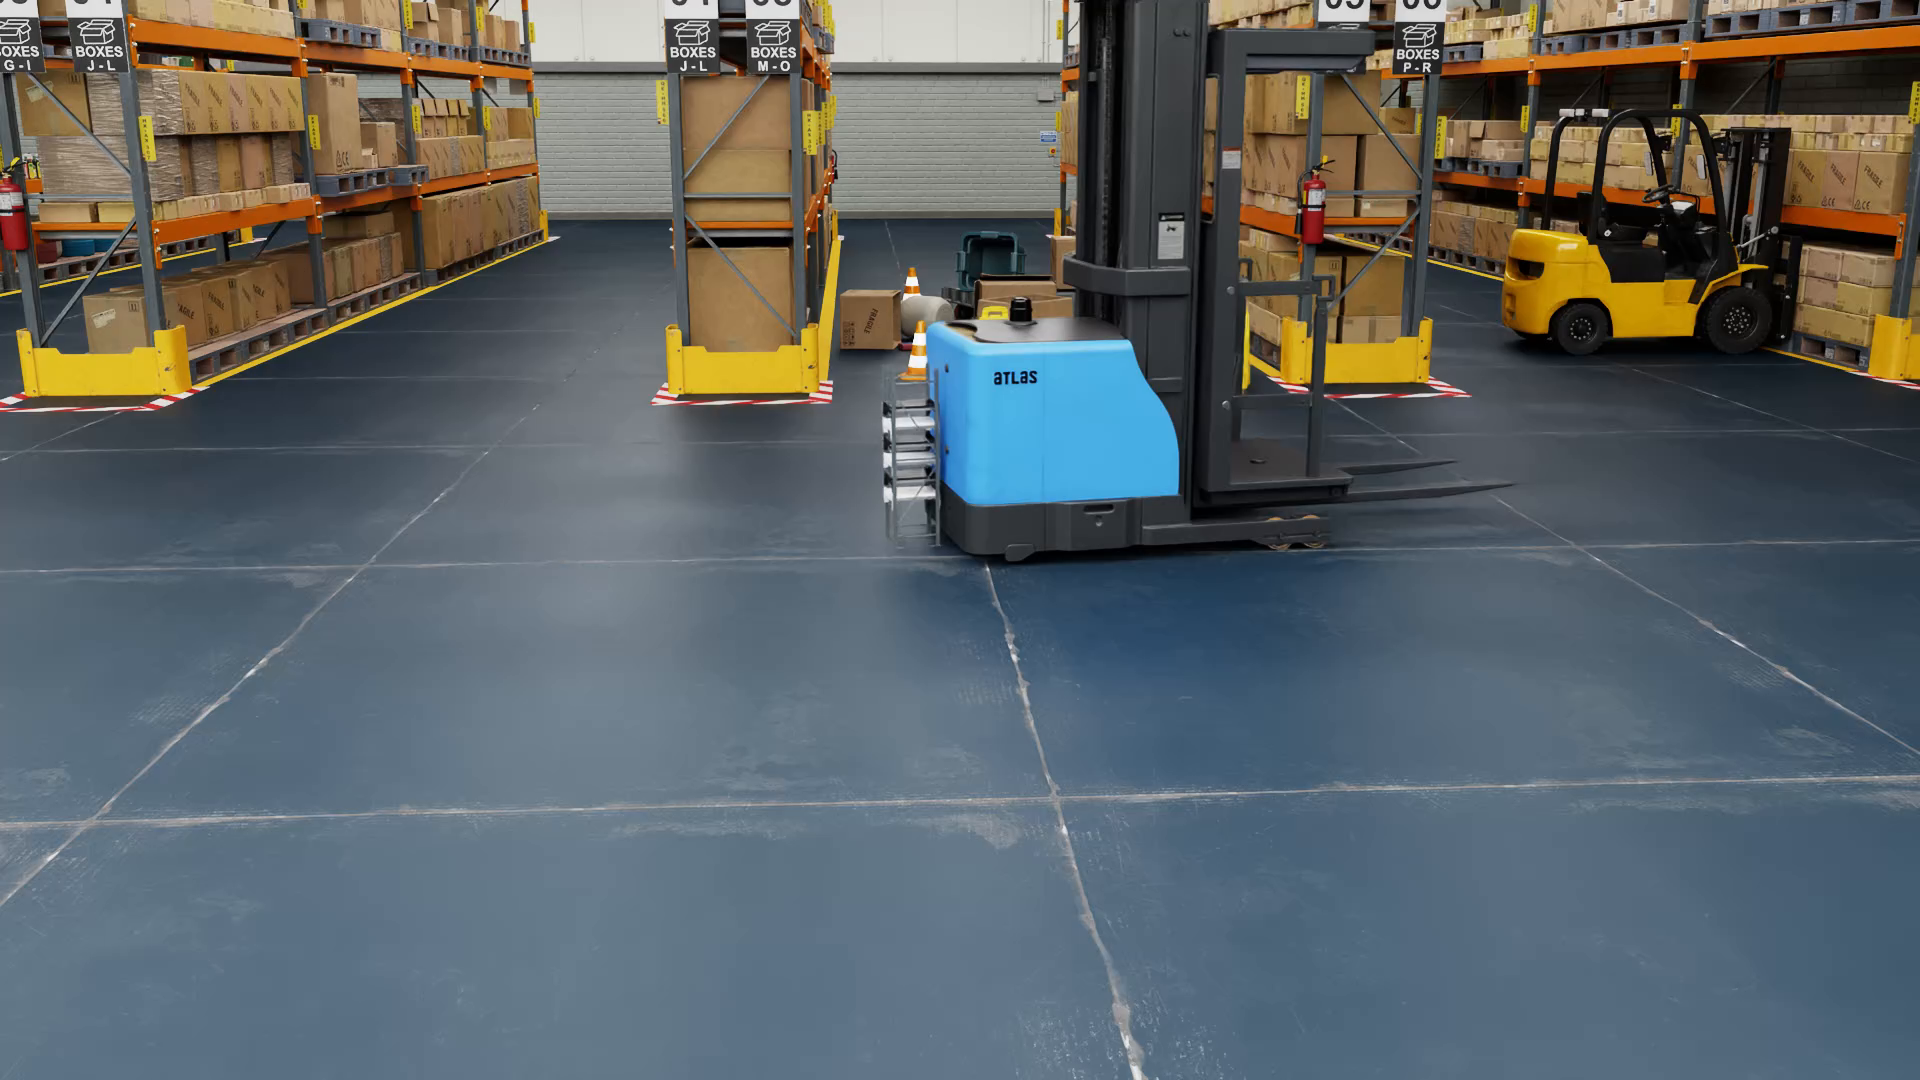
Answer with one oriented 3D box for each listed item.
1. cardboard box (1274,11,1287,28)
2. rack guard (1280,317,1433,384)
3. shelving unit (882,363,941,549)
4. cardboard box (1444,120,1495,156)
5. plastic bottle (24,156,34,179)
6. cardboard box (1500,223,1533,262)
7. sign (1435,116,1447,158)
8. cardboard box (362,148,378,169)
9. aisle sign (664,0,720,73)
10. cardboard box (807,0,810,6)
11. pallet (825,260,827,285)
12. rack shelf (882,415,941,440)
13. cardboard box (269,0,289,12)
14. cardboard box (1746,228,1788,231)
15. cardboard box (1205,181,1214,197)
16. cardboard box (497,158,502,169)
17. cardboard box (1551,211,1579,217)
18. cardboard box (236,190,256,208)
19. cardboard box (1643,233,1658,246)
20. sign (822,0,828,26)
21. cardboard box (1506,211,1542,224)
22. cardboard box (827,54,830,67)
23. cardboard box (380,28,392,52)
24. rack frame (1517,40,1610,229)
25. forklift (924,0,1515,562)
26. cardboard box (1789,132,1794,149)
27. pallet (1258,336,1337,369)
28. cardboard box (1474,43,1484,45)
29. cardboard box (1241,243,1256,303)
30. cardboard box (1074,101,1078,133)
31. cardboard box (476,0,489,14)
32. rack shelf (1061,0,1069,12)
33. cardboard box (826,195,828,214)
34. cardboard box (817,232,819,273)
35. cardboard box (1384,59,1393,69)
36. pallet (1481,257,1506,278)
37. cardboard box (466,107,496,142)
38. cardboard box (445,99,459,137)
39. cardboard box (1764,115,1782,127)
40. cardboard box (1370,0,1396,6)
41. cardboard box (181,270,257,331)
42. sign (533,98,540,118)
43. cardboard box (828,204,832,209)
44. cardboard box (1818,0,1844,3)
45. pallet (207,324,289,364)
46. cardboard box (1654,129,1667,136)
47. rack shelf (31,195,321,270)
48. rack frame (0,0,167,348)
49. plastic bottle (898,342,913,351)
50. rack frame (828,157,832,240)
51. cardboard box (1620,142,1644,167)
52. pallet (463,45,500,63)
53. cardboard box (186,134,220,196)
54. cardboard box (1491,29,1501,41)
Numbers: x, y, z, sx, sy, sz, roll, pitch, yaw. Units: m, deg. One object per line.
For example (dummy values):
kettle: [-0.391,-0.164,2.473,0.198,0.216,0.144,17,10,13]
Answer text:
cardboard box: [2.889,-4.415,14.149,0.380,0.149,0.250,-1,14,-4]
rack guard: [3.228,-1.554,13.564,1.175,0.500,0.348,-1,14,-3]
shelving unit: [-0.244,-0.422,8.356,0.258,0.900,0.210,-4,15,-13]
cardboard box: [7.282,-5.807,24.033,0.700,0.500,0.500,-1,14,-3]
plastic bottle: [-11.793,-4.711,21.051,0.061,0.283,0.133,-1,14,-3]
cardboard box: [7.450,-3.908,21.868,0.500,0.500,0.500,0,14,-2]
sign: [3.774,-3.174,13.104,0.100,0.325,0.005,-1,14,-3]
cardboard box: [-6.781,-4.310,18.686,0.396,0.266,0.258,-1,14,-5]
aisle sign: [-1.997,-3.881,12.374,0.394,0.787,0.004,-1,14,-3]
cardboard box: [-1.545,-4.884,14.929,0.380,0.149,0.250,-1,14,-3]
pallet: [-2.244,-3.478,21.620,1.003,0.211,1.213,-1,14,-3]
rack shelf: [-0.244,-0.564,8.319,0.258,0.077,0.200,-4,15,-13]
cardboard box: [-6.598,-5.084,15.749,0.380,0.149,0.250,0,14,-2]
cardboard box: [8.162,-3.055,17.048,0.500,0.250,0.500,-1,14,-2]
cardboard box: [2.684,-3.536,16.753,0.380,0.149,0.250,-1,14,-4]
cardboard box: [-7.122,-5.665,25.029,0.380,0.149,0.250,0,14,-2]
cardboard box: [7.969,-4.255,21.914,0.380,0.149,0.250,0,14,-1]
cardboard box: [-6.521,-3.044,14.841,0.380,0.149,0.250,-1,14,-3]
cardboard box: [7.895,-3.001,18.094,0.875,0.625,0.625,0,14,-1]
sign: [-1.643,-6.382,20.094,0.100,0.325,0.005,-1,14,-3]
cardboard box: [7.407,-4.239,21.853,0.380,0.149,0.250,-2,15,-6]
cardboard box: [-2.263,-7.382,25.480,0.500,0.250,0.500,0,14,-1]
cardboard box: [-6.836,-5.725,19.038,0.500,0.250,0.500,-1,14,-4]
rack frame: [7.691,-4.813,21.213,1.000,3.000,0.127,-1,14,-3]
forklift: [1.386,-1.490,8.436,3.031,2.935,1.130,-4,15,-13]
cardboard box: [7.772,-3.713,15.434,0.380,0.149,0.250,-1,14,-5]
pallet: [3.213,-1.617,14.387,1.003,0.211,1.213,-1,14,-3]
cardboard box: [7.597,-7.189,23.890,0.380,0.149,0.250,-1,14,-5]
cardboard box: [2.863,-2.431,15.127,0.500,0.500,0.500,-1,14,-5]
cardboard box: [2.097,-6.754,26.548,0.500,0.500,0.500,-1,14,-3]
cardboard box: [-7.535,-8.186,25.552,0.500,0.250,0.500,-1,14,-5]
rack shelf: [2.365,-8.591,26.103,1.077,0.370,4.000,-1,14,-3]
cardboard box: [-2.147,-4.803,23.844,0.500,0.250,0.500,-1,14,-5]
cardboard box: [-2.250,-3.595,20.151,1.050,0.750,0.750,-1,14,-4]
cardboard box: [7.001,-7.606,26.553,0.380,0.149,0.250,-1,14,-2]
pallet: [7.682,-3.649,22.284,1.003,0.211,1.213,-1,14,-3]
cardboard box: [-7.176,-6.135,24.550,0.500,0.500,0.500,-1,14,-3]
cardboard box: [-7.323,-5.782,22.765,0.797,0.503,0.637,-1,14,-3]
cardboard box: [7.821,-3.922,15.650,0.380,0.149,0.250,-1,14,-4]
cardboard box: [3.467,-4.399,13.289,0.500,0.250,0.500,-1,14,-4]
cardboard box: [-6.762,-2.185,15.172,0.500,0.500,0.500,-2,15,-8]
sign: [-7.107,-7.252,27.895,0.100,0.325,0.005,-1,14,-3]
cardboard box: [-2.306,-5.481,27.493,0.380,0.149,0.250,-1,14,-5]
cardboard box: [7.952,-4.939,14.438,0.700,0.500,0.500,-1,14,-3]
pallet: [-6.751,-1.767,14.969,1.003,0.211,1.213,-1,14,-3]
cardboard box: [7.662,-4.326,17.819,0.380,0.149,0.250,-1,14,-4]
rack shelf: [-6.782,-2.742,14.607,1.077,0.370,4.000,-1,14,-3]
rack frame: [-6.659,-2.593,12.584,1.000,3.000,0.127,-1,14,-3]
plastic bottle: [-0.418,-1.790,15.362,0.283,0.061,0.133,-6,16,-23]
rack frame: [-2.693,-6.624,28.250,1.000,3.000,0.127,-1,14,-3]
cardboard box: [7.614,-4.234,18.259,0.500,0.250,0.500,-1,14,-5]
pallet: [-7.442,-7.191,24.612,1.003,0.211,1.213,-1,14,-3]
cardboard box: [-6.804,-3.170,14.030,0.875,0.500,0.500,-1,14,-3]
cardboard box: [7.375,-6.791,22.382,0.380,0.149,0.250,0,14,-2]
